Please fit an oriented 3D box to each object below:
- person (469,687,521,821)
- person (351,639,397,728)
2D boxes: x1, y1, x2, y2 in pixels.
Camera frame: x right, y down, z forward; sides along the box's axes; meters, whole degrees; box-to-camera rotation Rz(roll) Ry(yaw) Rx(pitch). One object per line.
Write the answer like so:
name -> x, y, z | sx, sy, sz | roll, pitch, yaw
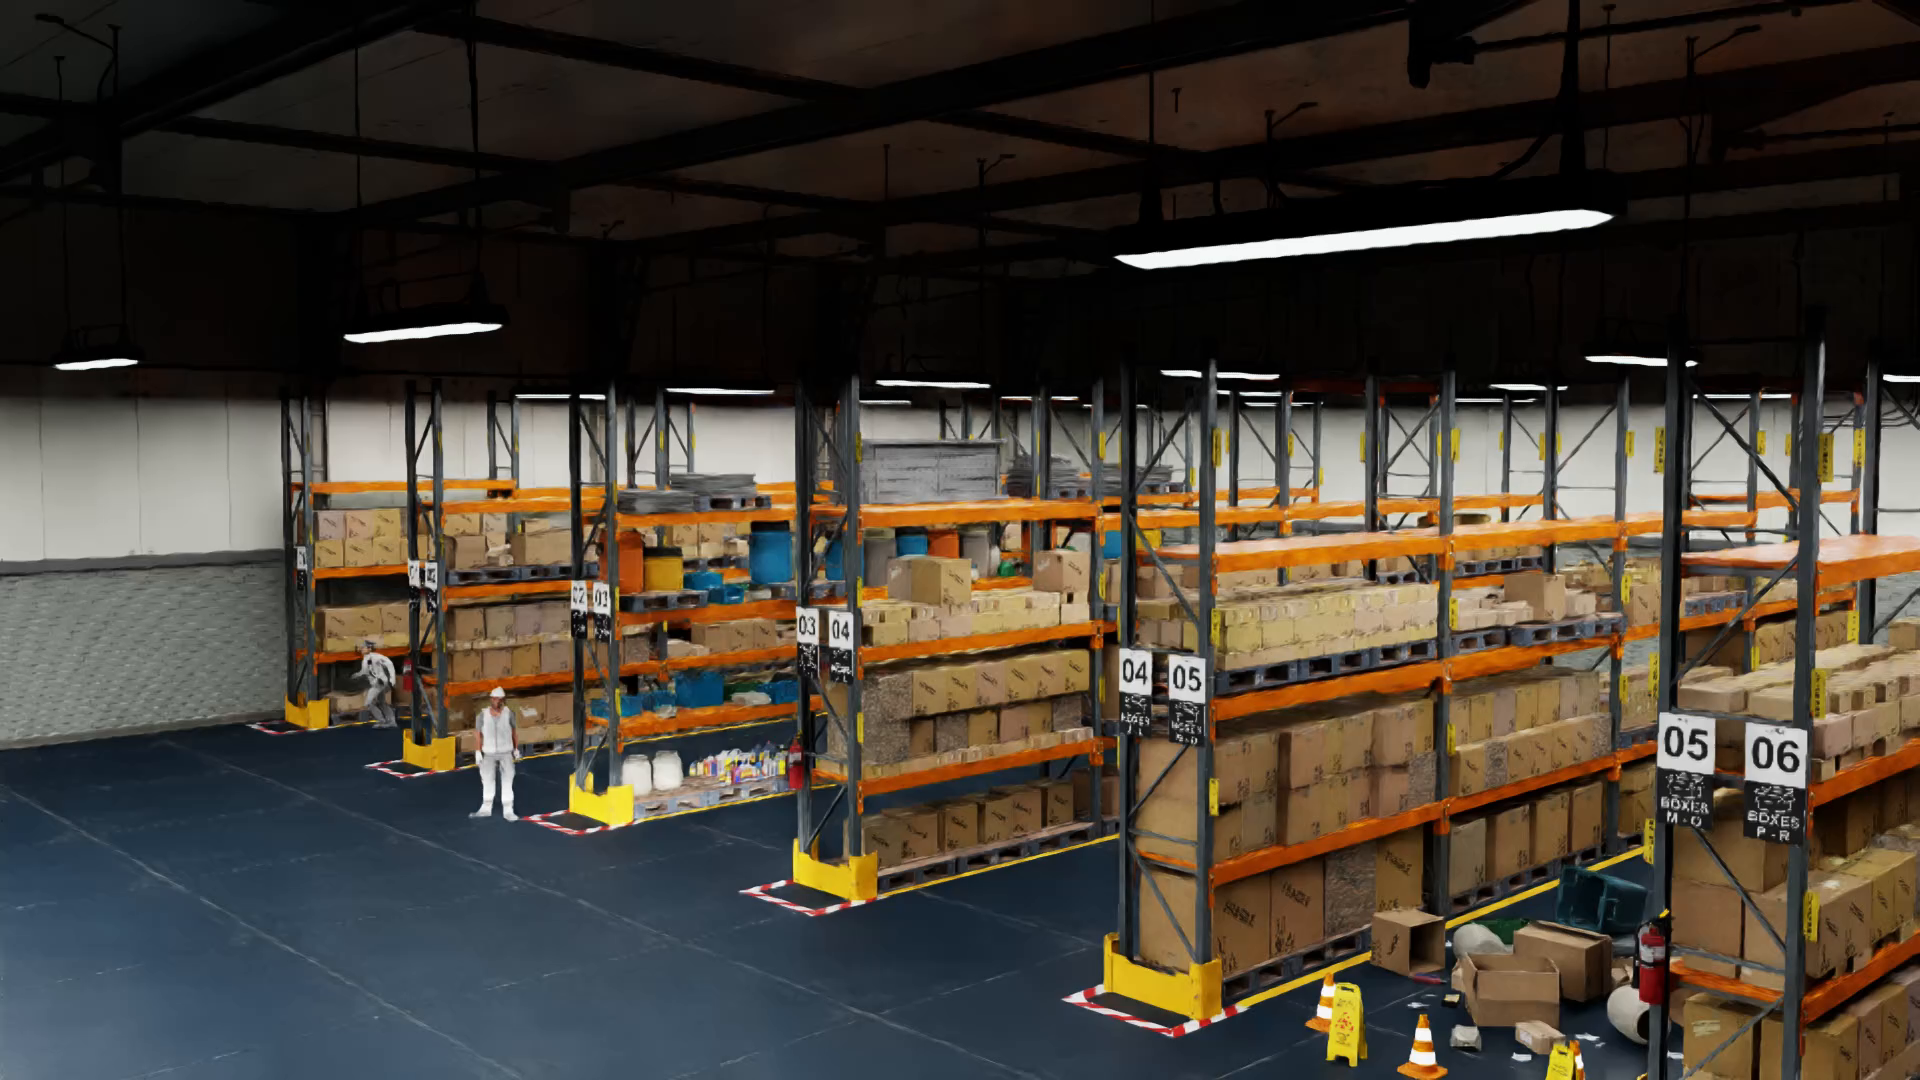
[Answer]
person -> -6.230, 2.853, 22.221 | 0.686, 1.785, 0.449 | -1, 4, -11
person -> -10.199, 2.512, 29.033 | 0.801, 1.607, 0.615 | -3, 5, -39
